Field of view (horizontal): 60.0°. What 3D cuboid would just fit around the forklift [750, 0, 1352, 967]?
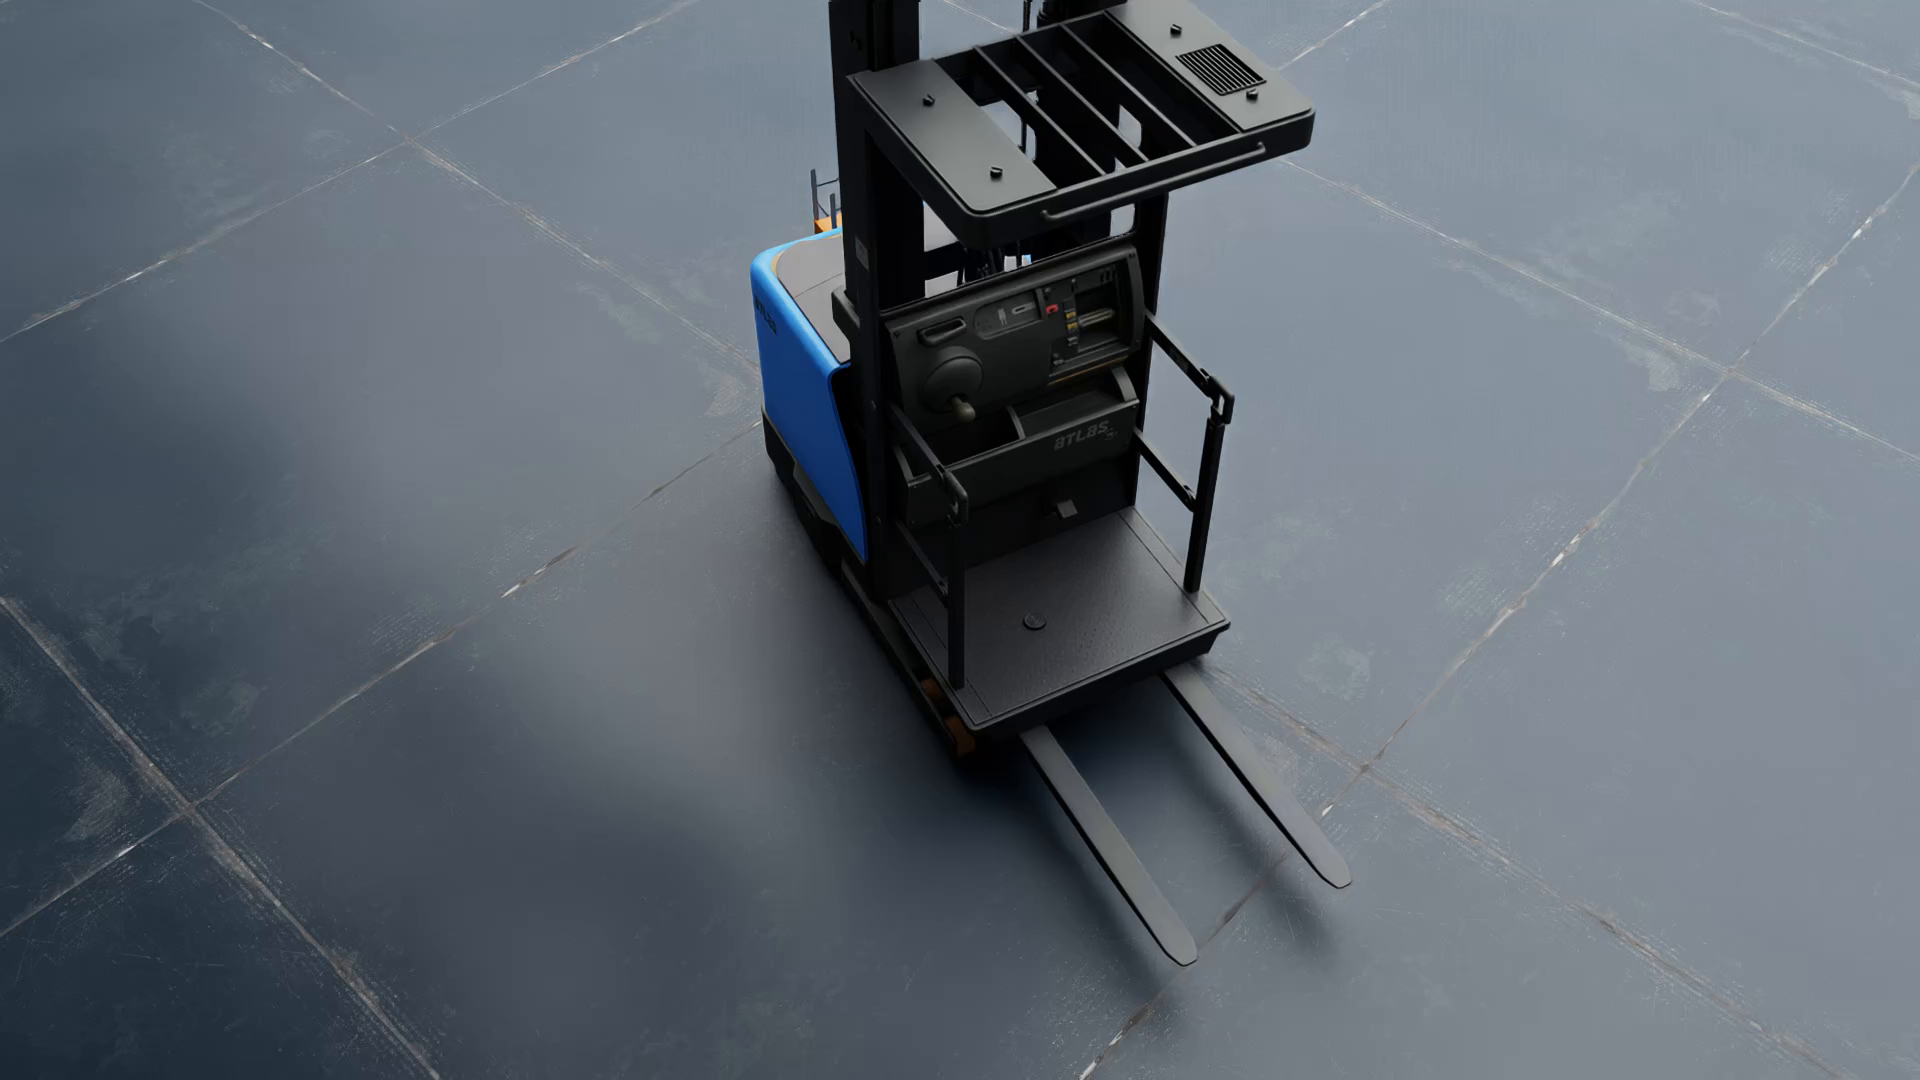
[{"bbox_3d":[0.300,-0.585,5.398,1.130,2.935,3.031,-21,50,-19],"label":"forklift"}]

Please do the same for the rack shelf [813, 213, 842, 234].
[{"bbox_3d":[-0.443,-1.252,6.778,0.258,0.103,0.180,-21,50,-19],"label":"rack shelf"}]

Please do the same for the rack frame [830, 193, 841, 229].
[{"bbox_3d":[-0.401,-0.977,6.953,0.240,1.200,0.006,-21,50,-19],"label":"rack frame"}]

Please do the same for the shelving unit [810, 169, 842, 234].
[{"bbox_3d":[-0.443,-1.036,7.008,0.258,1.200,0.189,-21,50,-19],"label":"shelving unit"}]

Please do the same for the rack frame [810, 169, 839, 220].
[{"bbox_3d":[-0.486,-1.095,7.064,0.240,1.200,0.006,-21,50,-19],"label":"rack frame"}]
